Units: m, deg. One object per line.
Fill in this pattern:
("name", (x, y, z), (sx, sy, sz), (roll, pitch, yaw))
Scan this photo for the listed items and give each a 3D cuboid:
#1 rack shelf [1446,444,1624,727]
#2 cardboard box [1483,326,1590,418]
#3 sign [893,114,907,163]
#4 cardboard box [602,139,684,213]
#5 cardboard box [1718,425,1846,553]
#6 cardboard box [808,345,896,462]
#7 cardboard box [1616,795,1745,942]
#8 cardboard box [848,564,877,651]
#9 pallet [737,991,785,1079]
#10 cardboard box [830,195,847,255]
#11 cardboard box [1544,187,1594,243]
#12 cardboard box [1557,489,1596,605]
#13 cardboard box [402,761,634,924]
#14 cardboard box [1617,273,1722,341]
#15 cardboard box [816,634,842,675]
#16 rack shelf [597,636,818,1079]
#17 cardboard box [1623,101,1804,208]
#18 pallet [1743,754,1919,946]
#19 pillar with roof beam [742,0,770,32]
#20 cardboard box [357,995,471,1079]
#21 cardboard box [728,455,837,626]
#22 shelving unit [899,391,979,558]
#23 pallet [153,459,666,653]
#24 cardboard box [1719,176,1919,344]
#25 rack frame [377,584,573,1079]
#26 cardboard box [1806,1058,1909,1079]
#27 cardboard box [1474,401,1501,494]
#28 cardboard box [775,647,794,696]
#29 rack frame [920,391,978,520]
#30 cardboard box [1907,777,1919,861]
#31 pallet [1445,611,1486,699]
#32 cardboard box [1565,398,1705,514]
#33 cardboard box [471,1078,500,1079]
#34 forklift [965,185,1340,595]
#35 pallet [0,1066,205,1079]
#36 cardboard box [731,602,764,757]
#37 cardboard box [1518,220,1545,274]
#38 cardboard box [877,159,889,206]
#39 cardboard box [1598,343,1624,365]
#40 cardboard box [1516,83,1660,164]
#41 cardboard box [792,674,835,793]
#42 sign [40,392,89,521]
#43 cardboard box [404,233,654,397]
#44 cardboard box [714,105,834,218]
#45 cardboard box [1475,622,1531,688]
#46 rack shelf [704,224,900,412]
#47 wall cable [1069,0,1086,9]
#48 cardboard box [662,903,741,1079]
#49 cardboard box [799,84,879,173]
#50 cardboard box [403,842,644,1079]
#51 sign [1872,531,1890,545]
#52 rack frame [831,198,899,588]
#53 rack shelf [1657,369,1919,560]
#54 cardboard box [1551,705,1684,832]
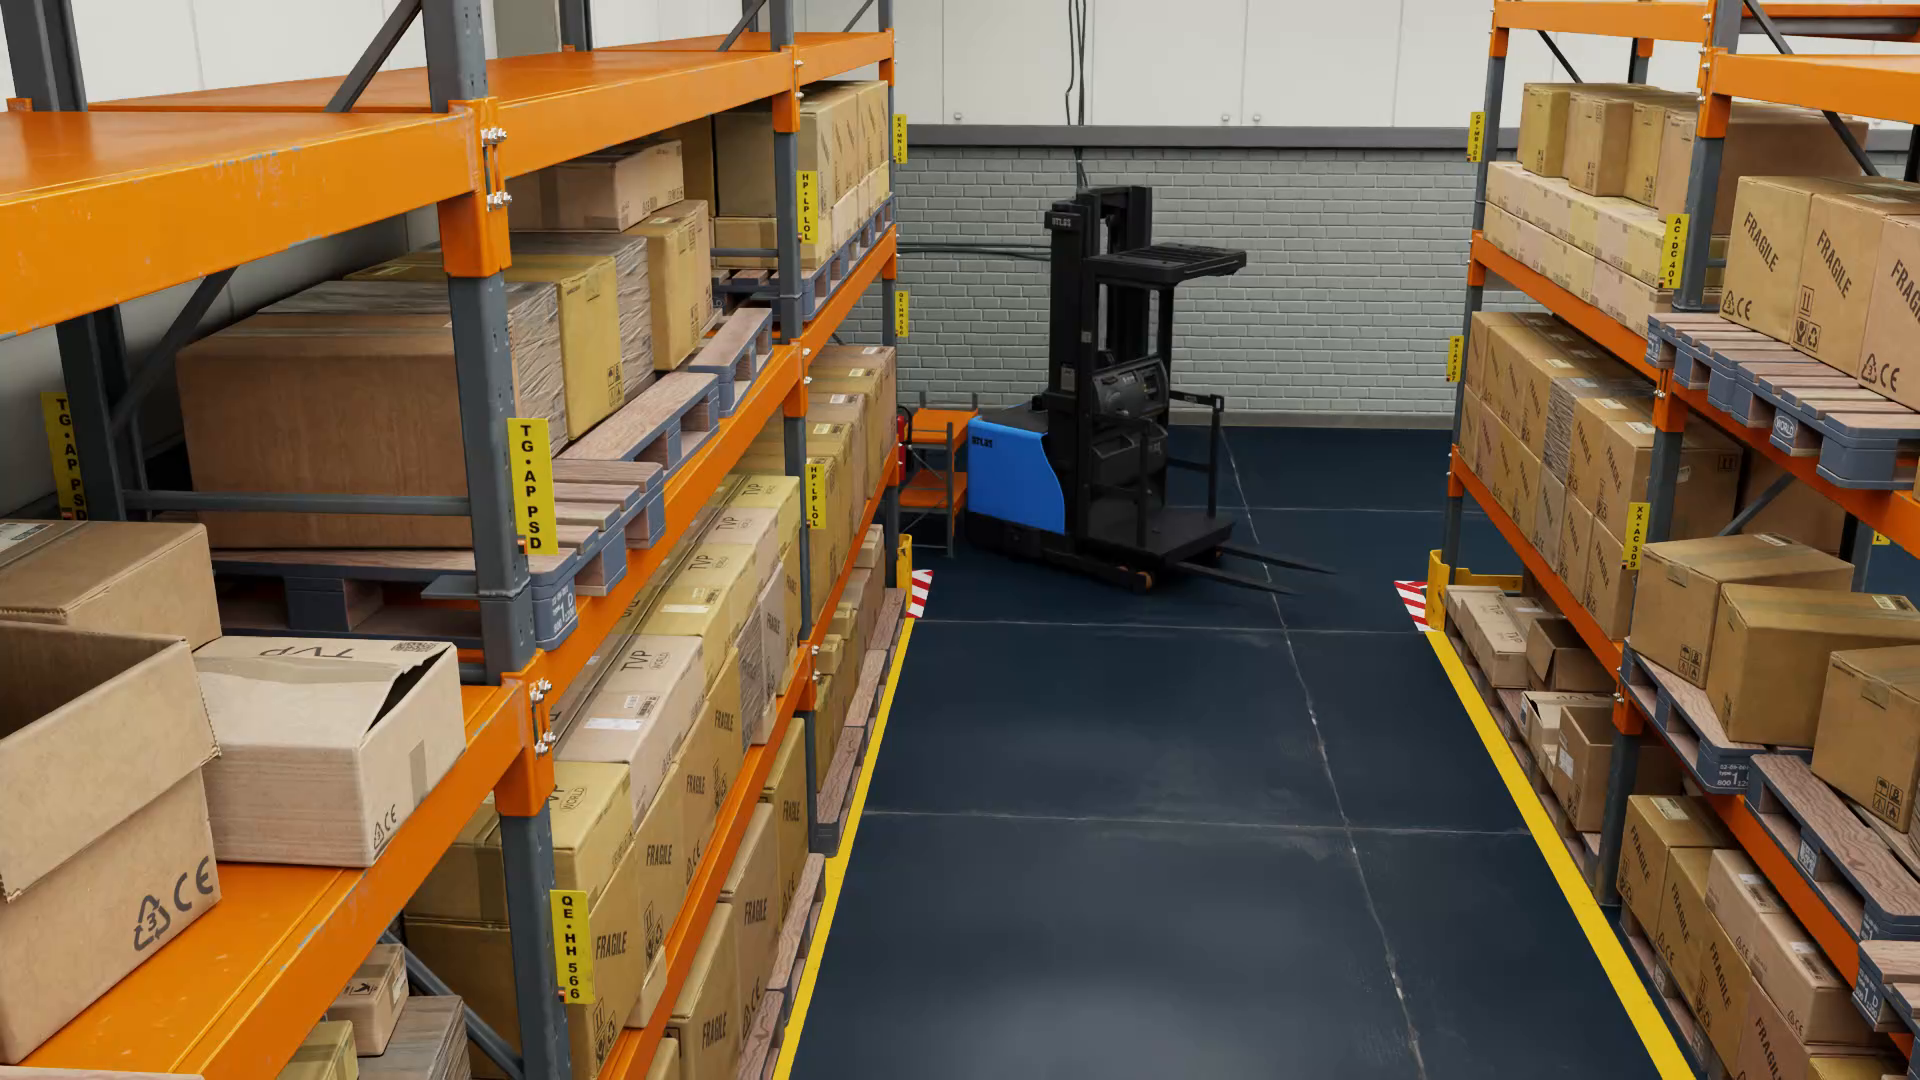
("rack shelf", (3.844, 0.125, 9.879), (1.077, 0.370, 4.000), (1, 18, 4))
("cardboard box", (3.663, -1.066, 10.592), (0.500, 0.500, 0.500), (1, 18, 4))
("sign", (-0.413, -2.739, 11.353), (0.100, 0.325, 0.005), (1, 18, 4))
("cardboard box", (-1.434, -1.473, 6.712), (0.500, 0.250, 0.500), (3, 18, 8))
("cardboard box", (4.015, -0.258, 8.127), (0.500, 0.500, 0.500), (2, 18, 5))
("cardboard box", (-0.980, -0.931, 11.465), (0.980, 0.700, 0.700), (2, 18, 6))
("cardboard box", (3.423, 1.528, 7.750), (0.500, 0.500, 0.500), (0, 18, 1))
("cardboard box", (-0.940, 0.416, 11.175), (0.700, 0.500, 0.500), (1, 18, 4))
("pallet", (-1.305, 2.242, 6.743), (1.003, 0.211, 1.213), (1, 18, 4))
("cardboard box", (-0.877, -1.673, 8.799), (0.500, 0.250, 0.500), (1, 18, 3))
("cardboard box", (3.579, -1.810, 9.250), (0.500, 0.250, 0.500), (1, 18, 4))
("cardboard box", (3.516, 0.036, 8.835), (0.500, 0.500, 0.500), (2, 18, 5))
("cardboard box", (-1.235, 0.839, 4.672), (0.500, 0.250, 0.500), (2, 18, 5))
("cardboard box", (3.470, -1.106, 7.906), (0.500, 0.250, 0.500), (1, 18, 4))
("cardboard box", (-0.878, 0.643, 9.442), (0.380, 0.149, 0.250), (2, 18, 6))
("rack shelf", (-1.384, 1.258, 6.421), (1.077, 0.370, 4.000), (1, 18, 4))
("cardboard box", (3.905, -2.003, 8.635), (0.700, 0.500, 0.500), (1, 18, 4))
("pallet", (3.549, 1.134, 5.953), (1.003, 0.211, 1.213), (1, 18, 4))
("pillar with roof beam", (2.671, -4.560, 13.387), (9.100, 9.000, 0.400), (1, 18, 4))
("cardboard box", (-1.551, 1.427, 3.883), (0.700, 0.500, 0.500), (-1, 18, -3))
("cardboard box", (-1.185, -0.015, 8.671), (0.980, 0.700, 0.700), (2, 18, 5))
("shelving unit", (-0.198, -0.567, 13.847), (0.538, 1.125, 1.048), (4, 19, 11))
("pallet", (-1.534, 0.001, 4.590), (1.213, 0.211, 1.003), (2, 18, 6))
("cardboard box", (3.591, -1.161, 6.835), (0.600, 0.600, 0.600), (0, 18, -1))
("rack frame", (-1.527, 1.538, 4.413), (1.000, 3.000, 0.127), (1, 18, 4))
("cardboard box", (3.284, 2.169, 5.793), (0.500, 0.500, 0.500), (1, 18, 2))
("cardboard box", (3.661, -0.593, 10.755), (0.500, 0.500, 0.500), (1, 18, 3))
("cardboard box", (-0.977, 0.595, 7.660), (0.380, 0.149, 0.250), (2, 18, 5))
("rack frame", (-0.095, -0.722, 14.320), (0.500, 1.125, 0.032), (4, 19, 11))
("cardboard box", (3.603, 0.922, 5.457), (0.700, 0.500, 0.500), (5, 19, 14))
("pallet", (3.926, 0.759, 11.269), (1.003, 0.211, 1.213), (1, 18, 4))
("cardboard box", (3.513, -0.440, 8.682), (0.500, 0.500, 0.500), (1, 18, 3))
("cardboard box", (-1.273, 1.550, 4.746), (0.380, 0.149, 0.250), (1, 18, 3))
("forklift", (1.490, -1.171, 12.789), (3.031, 2.935, 1.130), (15, 23, 38))
("pallet", (-1.592, 0.932, 1.745), (1.213, 0.211, 1.003), (1, 18, 4))
("cardboard box", (-1.093, 0.560, 6.725), (0.500, 0.500, 0.500), (1, 18, 4))
("cardboard box", (3.614, -1.728, 9.802), (0.500, 0.250, 0.500), (1, 18, 4))
("cardboard box", (-0.741, -2.315, 10.759), (0.500, 0.250, 0.500), (2, 18, 6))
("cardboard box", (4.162, -0.898, 10.080), (0.500, 0.500, 0.500), (2, 18, 5))
("cardboard box", (3.967, -2.626, 10.536), (0.700, 0.500, 0.500), (1, 18, 4))
("cardboard box", (-1.084, 1.054, 9.230), (0.700, 0.500, 0.500), (2, 18, 5))
("sign", (-2.080, -0.186, 3.899), (0.100, 0.325, 0.005), (1, 18, 4))
("cardboard box", (-1.488, -0.787, 5.825), (0.700, 0.500, 0.500), (1, 18, 4))
("cardboard box", (-0.910, -1.878, 8.220), (0.500, 0.500, 0.500), (1, 18, 3))
("cardboard box", (3.594, 0.733, 10.578), (0.500, 0.250, 0.500), (1, 18, 4))
("rack shelf", (-1.097, -1.410, 9.745), (1.077, 0.370, 4.000), (1, 18, 4))
("wall cable", (2.507, -6.411, 15.911), (3.097, 2.526, 0.112), (1, 18, 4))
("cardboard box", (-1.274, 1.862, 6.201), (0.750, 0.750, 0.750), (1, 18, 4))
("cardboard box", (-0.781, -2.516, 10.169), (0.500, 0.500, 0.500), (2, 18, 6))
("cardboard box", (-1.237, 1.194, 4.791), (0.500, 0.500, 0.500), (2, 18, 6))
("sign", (4.255, -0.134, 7.656), (0.100, 0.325, 0.005), (1, 18, 4))
("rack frame", (-0.954, -0.947, 11.996), (1.000, 3.000, 0.127), (1, 18, 4))
("rack shelf", (3.557, -0.058, 5.620), (1.077, 0.370, 4.000), (1, 18, 4))
("cardboard box", (3.459, 1.200, 8.751), (0.500, 0.500, 0.500), (1, 18, 4))
